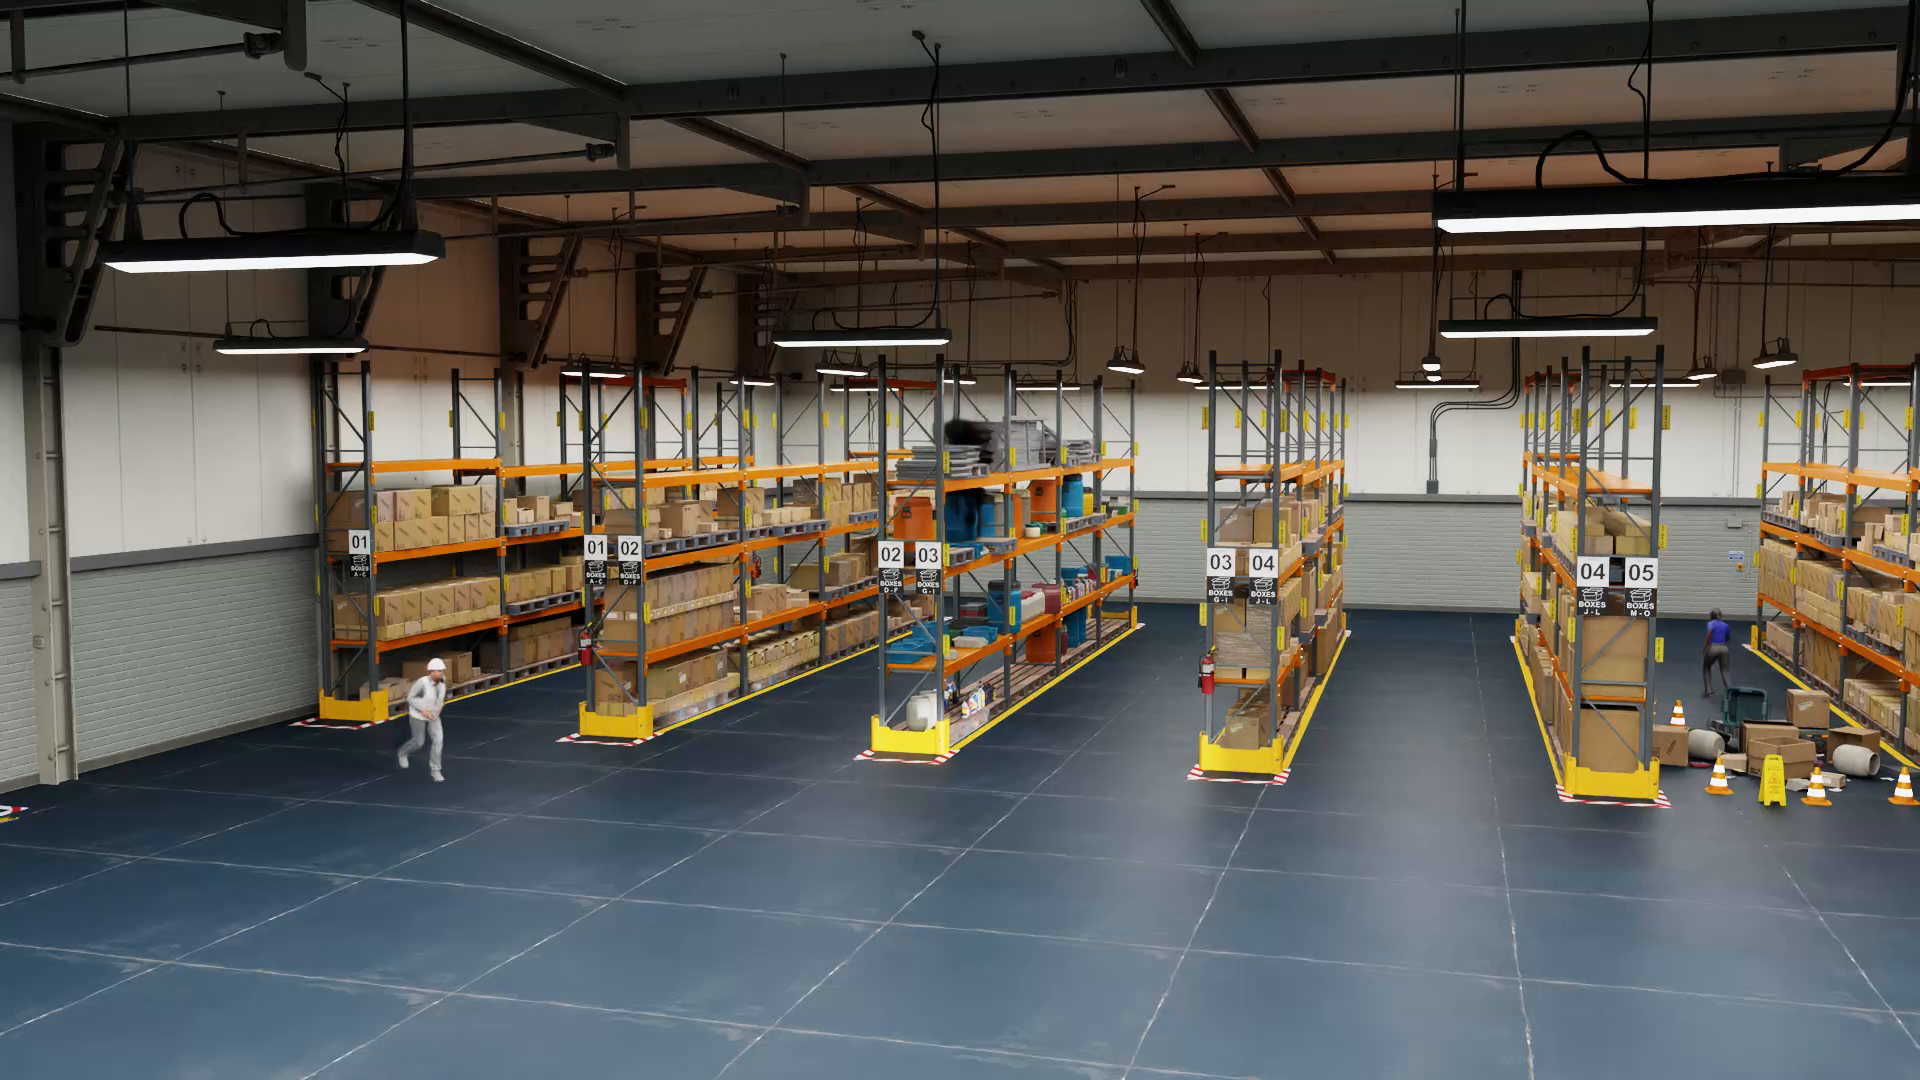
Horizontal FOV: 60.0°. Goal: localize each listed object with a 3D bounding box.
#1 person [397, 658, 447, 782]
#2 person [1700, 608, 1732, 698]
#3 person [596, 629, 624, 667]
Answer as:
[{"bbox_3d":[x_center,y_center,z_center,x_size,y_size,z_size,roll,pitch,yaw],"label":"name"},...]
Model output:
[{"bbox_3d":[-7.564,2.500,23.383,1.024,1.735,0.686,3,5,32],"label":"person"},{"bbox_3d":[13.637,2.063,29.948,0.574,1.632,0.955,0,4,3],"label":"person"},{"bbox_3d":[-6.137,2.102,29.390,0.612,1.624,0.846,1,4,11],"label":"person"}]
